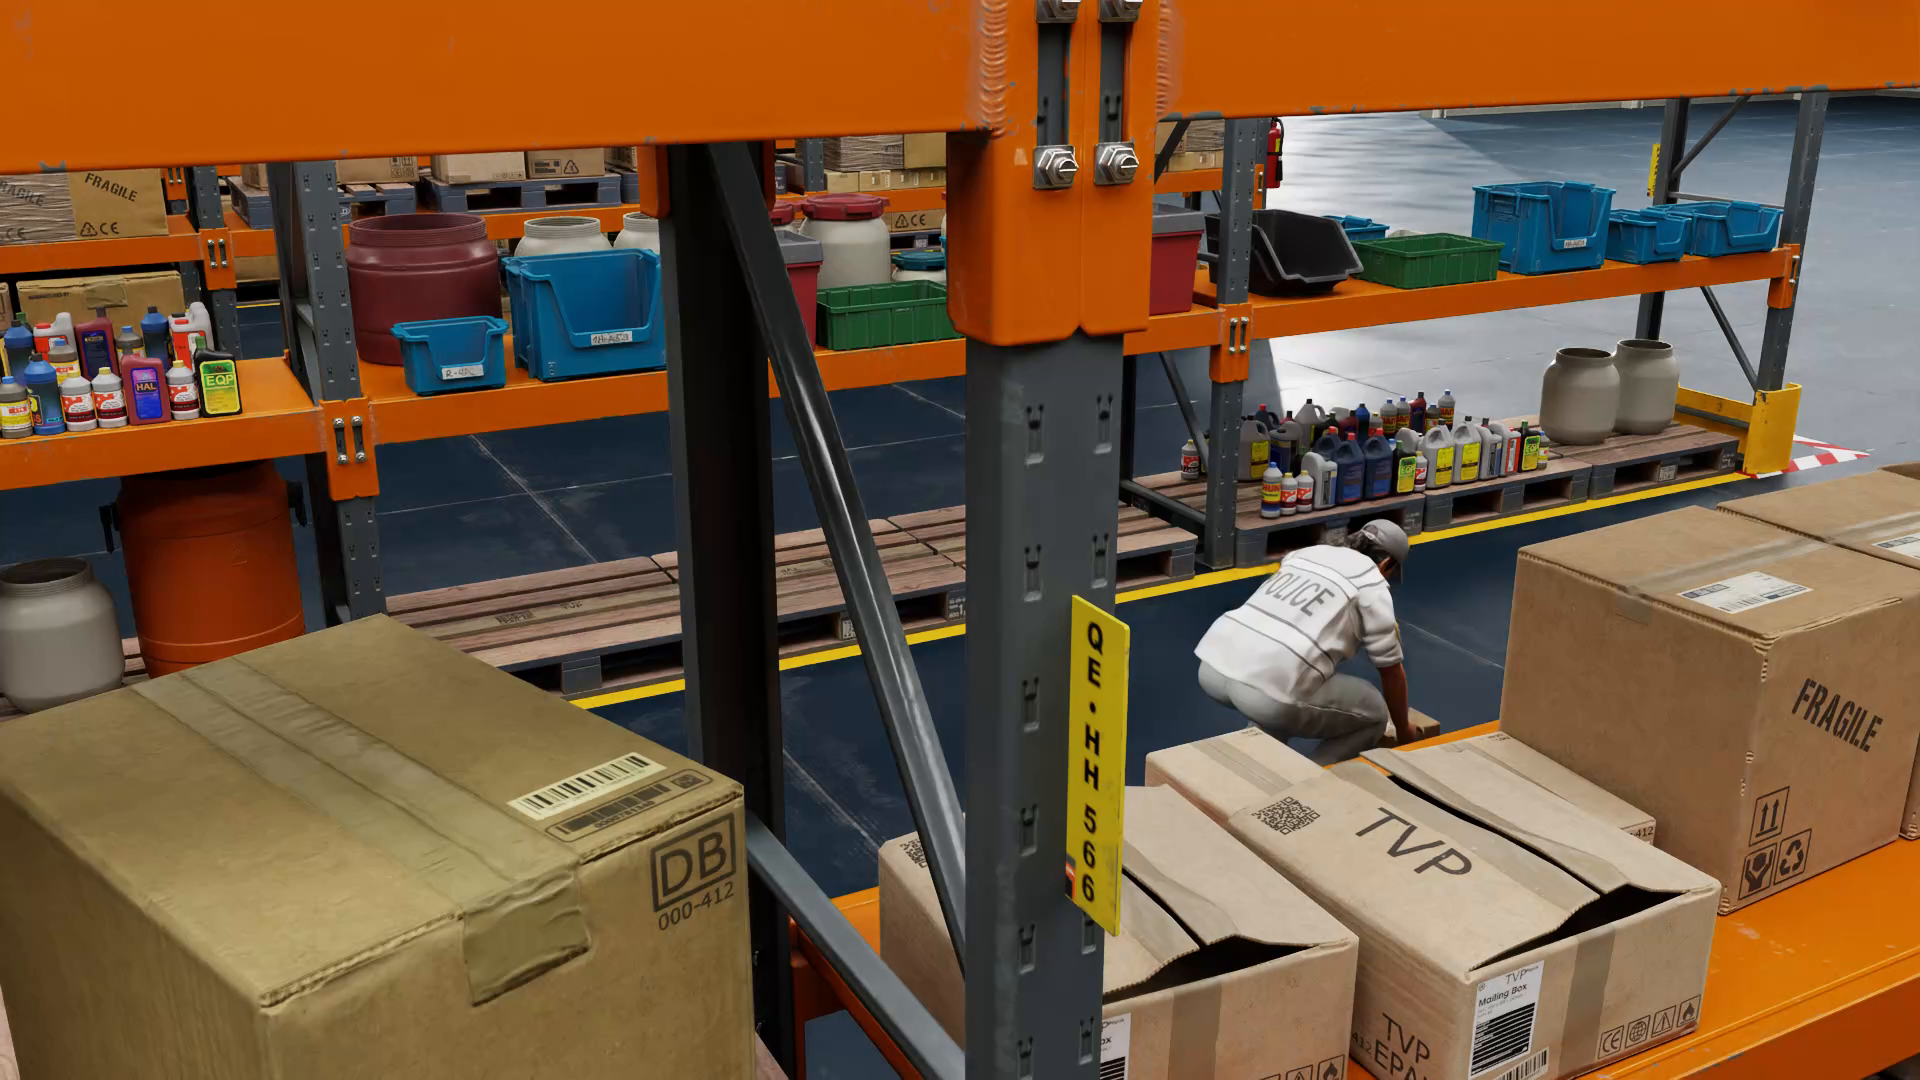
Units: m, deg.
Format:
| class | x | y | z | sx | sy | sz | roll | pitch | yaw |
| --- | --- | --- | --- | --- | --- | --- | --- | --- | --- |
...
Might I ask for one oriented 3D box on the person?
| class | x | y | z | sx | sy | sz | roll | pitch | yaw |
| --- | --- | --- | --- | --- | --- | --- | --- | --- | --- |
| person | 1.205 | 0.459 | 5.759 | 0.846 | 0.992 | 0.522 | -10 | 21 | -27 |
